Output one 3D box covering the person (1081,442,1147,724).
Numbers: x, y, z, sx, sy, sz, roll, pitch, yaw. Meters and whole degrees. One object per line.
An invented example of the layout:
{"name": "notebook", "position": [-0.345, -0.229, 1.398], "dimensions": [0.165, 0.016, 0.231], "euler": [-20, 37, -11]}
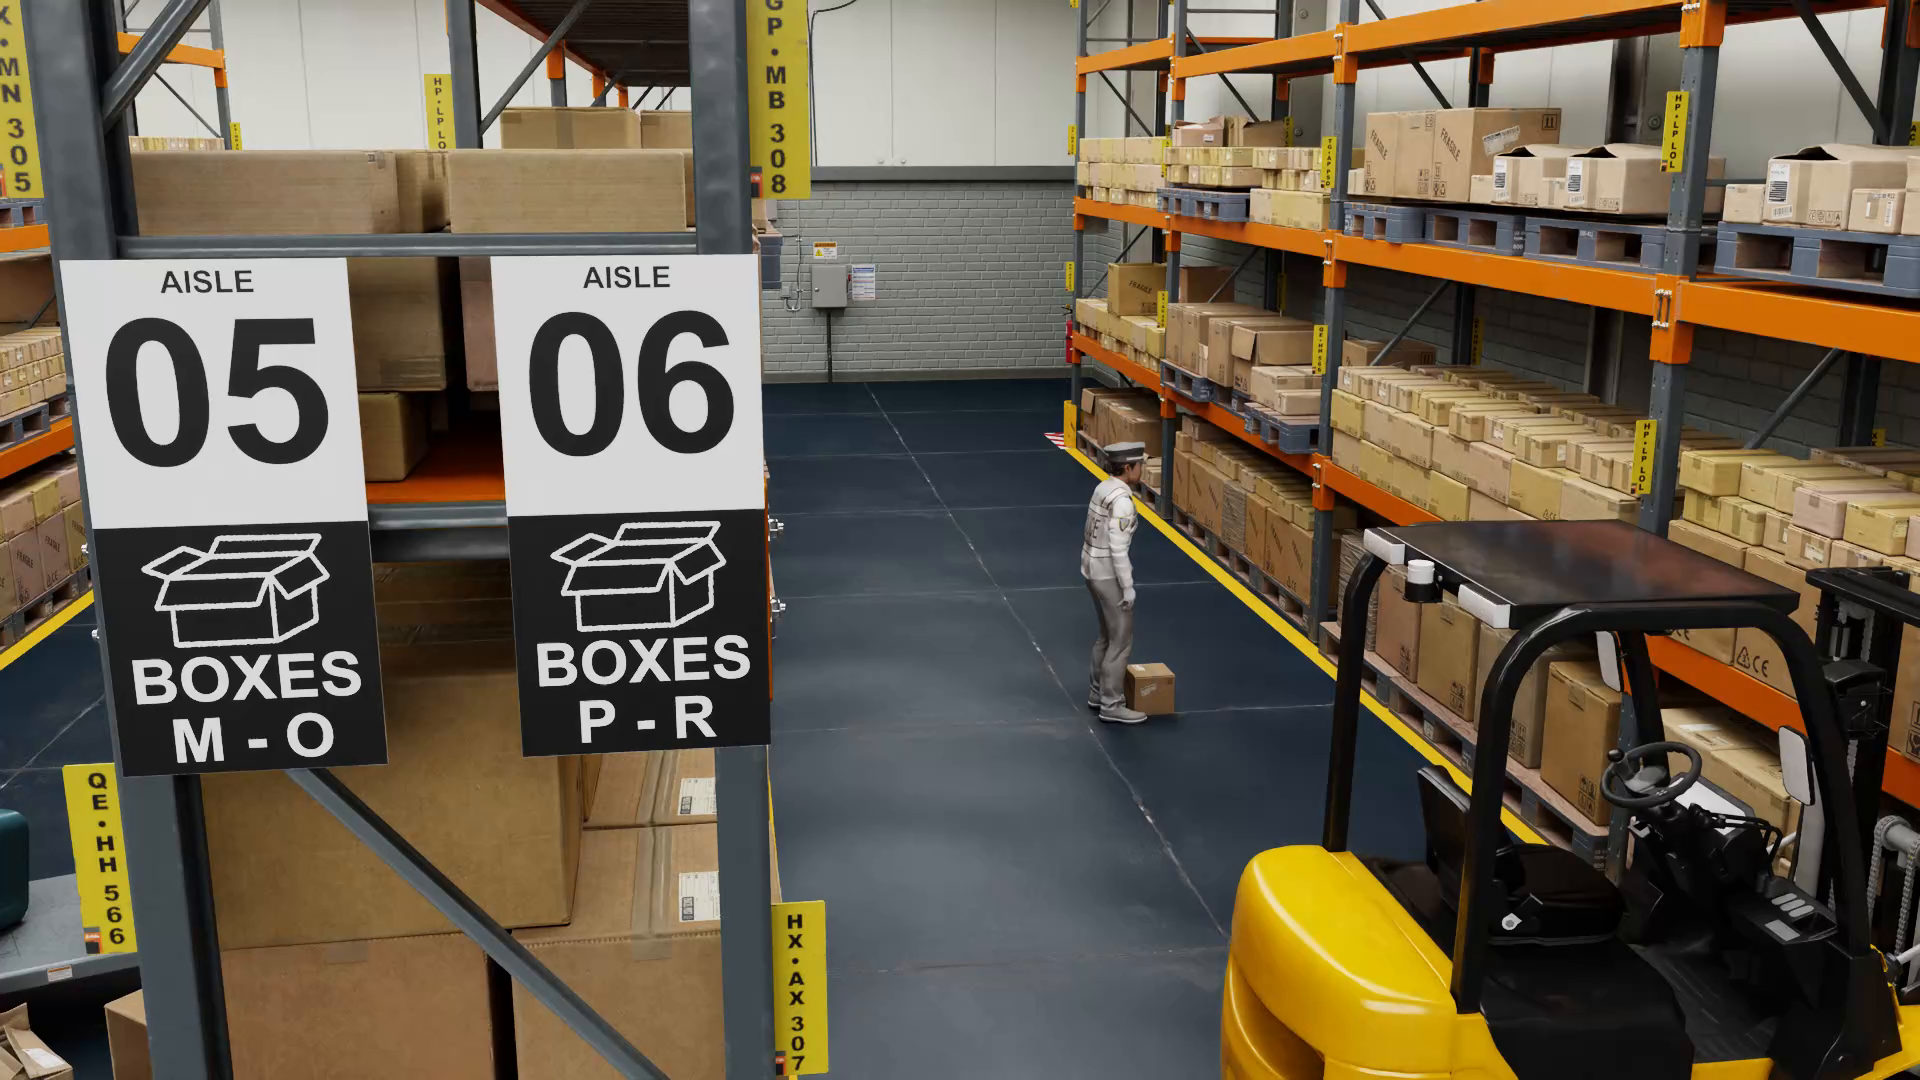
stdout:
{"name": "person", "position": [0.925, 0.237, 9.974], "dimensions": [0.378, 1.663, 0.532], "euler": [-2, 13, -9]}
